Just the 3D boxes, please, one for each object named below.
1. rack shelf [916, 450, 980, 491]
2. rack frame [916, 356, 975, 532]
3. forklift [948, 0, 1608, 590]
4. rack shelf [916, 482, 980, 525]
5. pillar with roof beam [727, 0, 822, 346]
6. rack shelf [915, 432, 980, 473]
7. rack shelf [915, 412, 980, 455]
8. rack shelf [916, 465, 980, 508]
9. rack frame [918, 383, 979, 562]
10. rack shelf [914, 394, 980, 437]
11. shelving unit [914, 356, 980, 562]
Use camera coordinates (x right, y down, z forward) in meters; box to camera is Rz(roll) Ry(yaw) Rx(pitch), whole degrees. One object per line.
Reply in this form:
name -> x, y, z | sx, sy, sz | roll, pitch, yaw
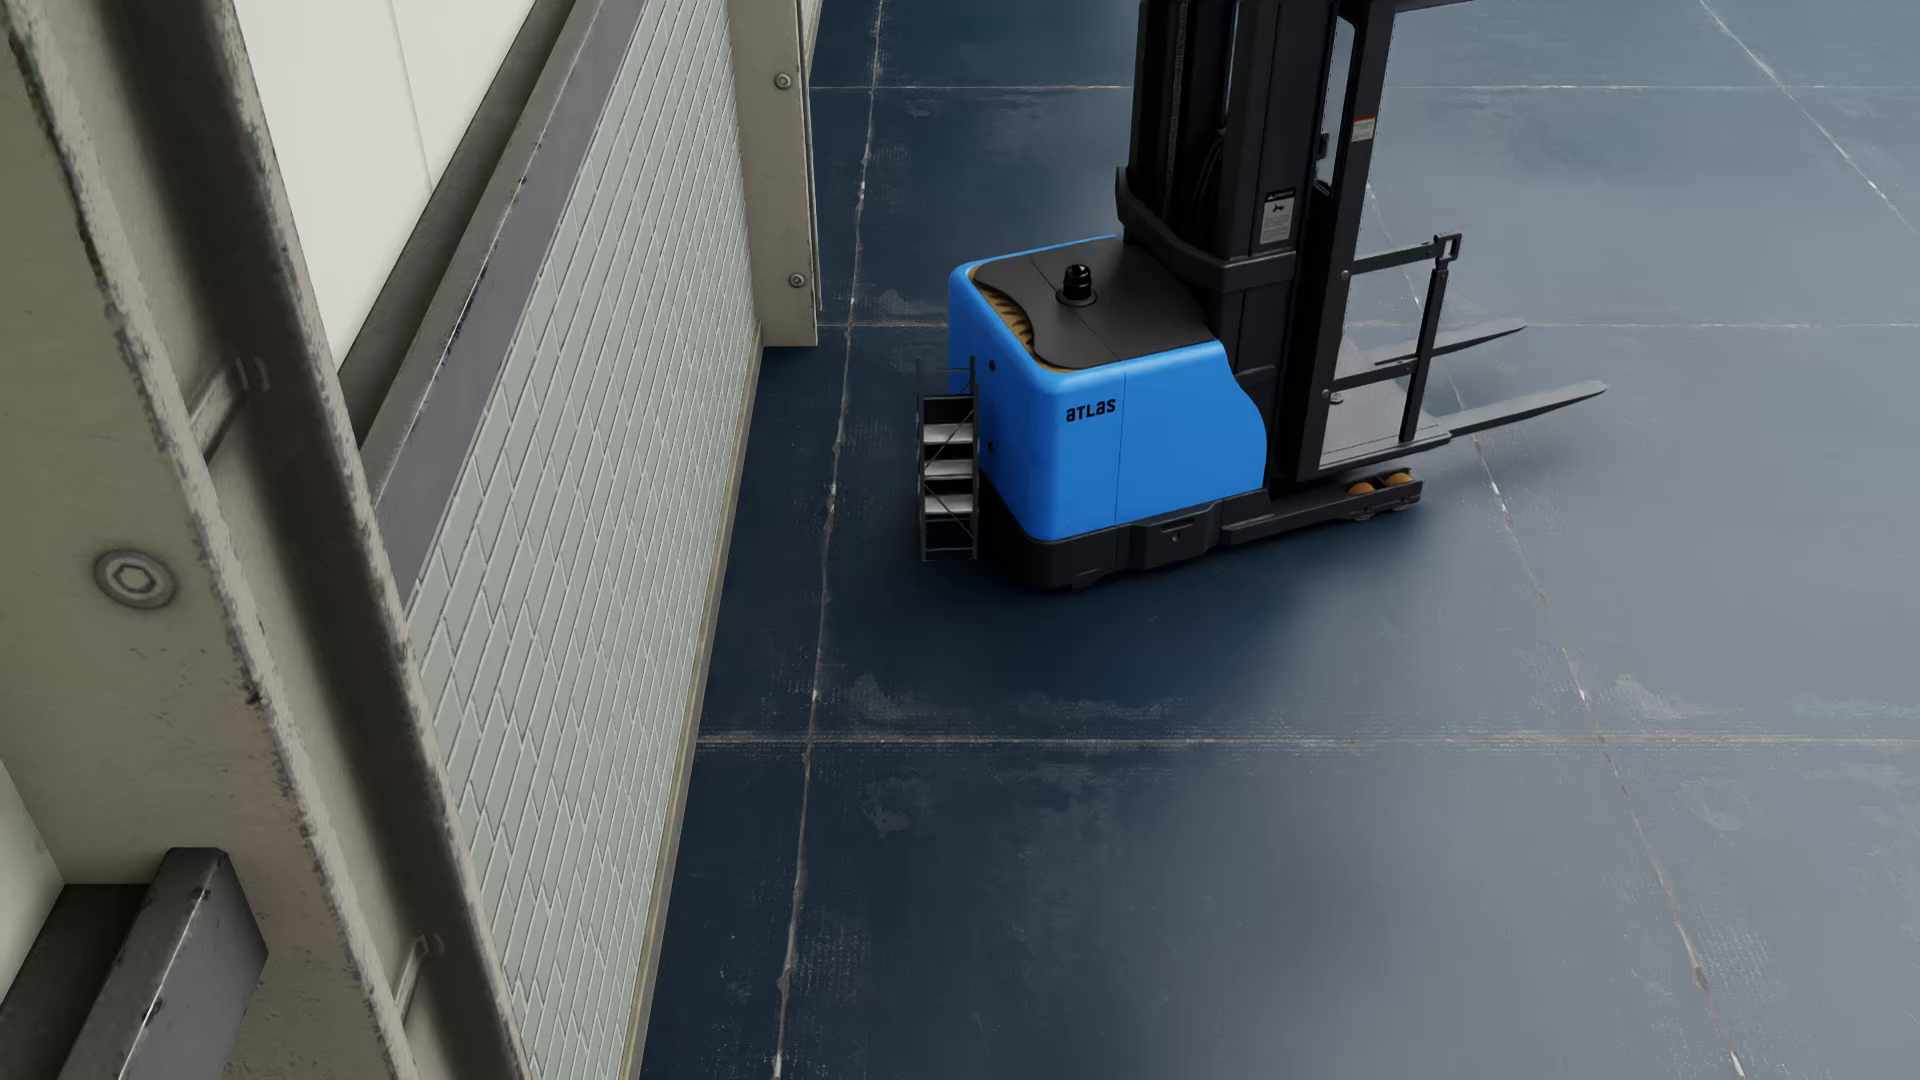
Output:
rack shelf -> -0.053, -0.301, 6.960 | 0.258, 0.077, 0.200 | -2, 39, -3
rack frame -> -0.059, -0.391, 7.018 | 0.240, 0.900, 0.006 | -2, 39, -3
forklift -> 1.506, -1.522, 6.806 | 3.031, 2.935, 1.130 | -14, 41, -17
rack shelf -> -0.053, -0.161, 7.072 | 0.258, 0.077, 0.200 | -2, 39, -3
pillar with roof beam -> 3.419, -4.628, 5.830 | 9.100, 9.000, 0.400 | 0, 39, 0
rack shelf -> -0.053, -0.372, 6.903 | 0.258, 0.077, 0.200 | -2, 39, -3
rack shelf -> -0.053, -0.442, 6.847 | 0.258, 0.077, 0.200 | -2, 39, -3
rack shelf -> -0.053, -0.231, 7.016 | 0.258, 0.077, 0.200 | -2, 39, -3
rack frame -> -0.046, -0.264, 6.860 | 0.240, 0.900, 0.006 | -2, 39, -3
rack shelf -> -0.053, -0.512, 6.791 | 0.258, 0.077, 0.200 | -2, 39, -3
shelving unit -> -0.053, -0.327, 6.939 | 0.258, 0.900, 0.210 | -2, 39, -3
